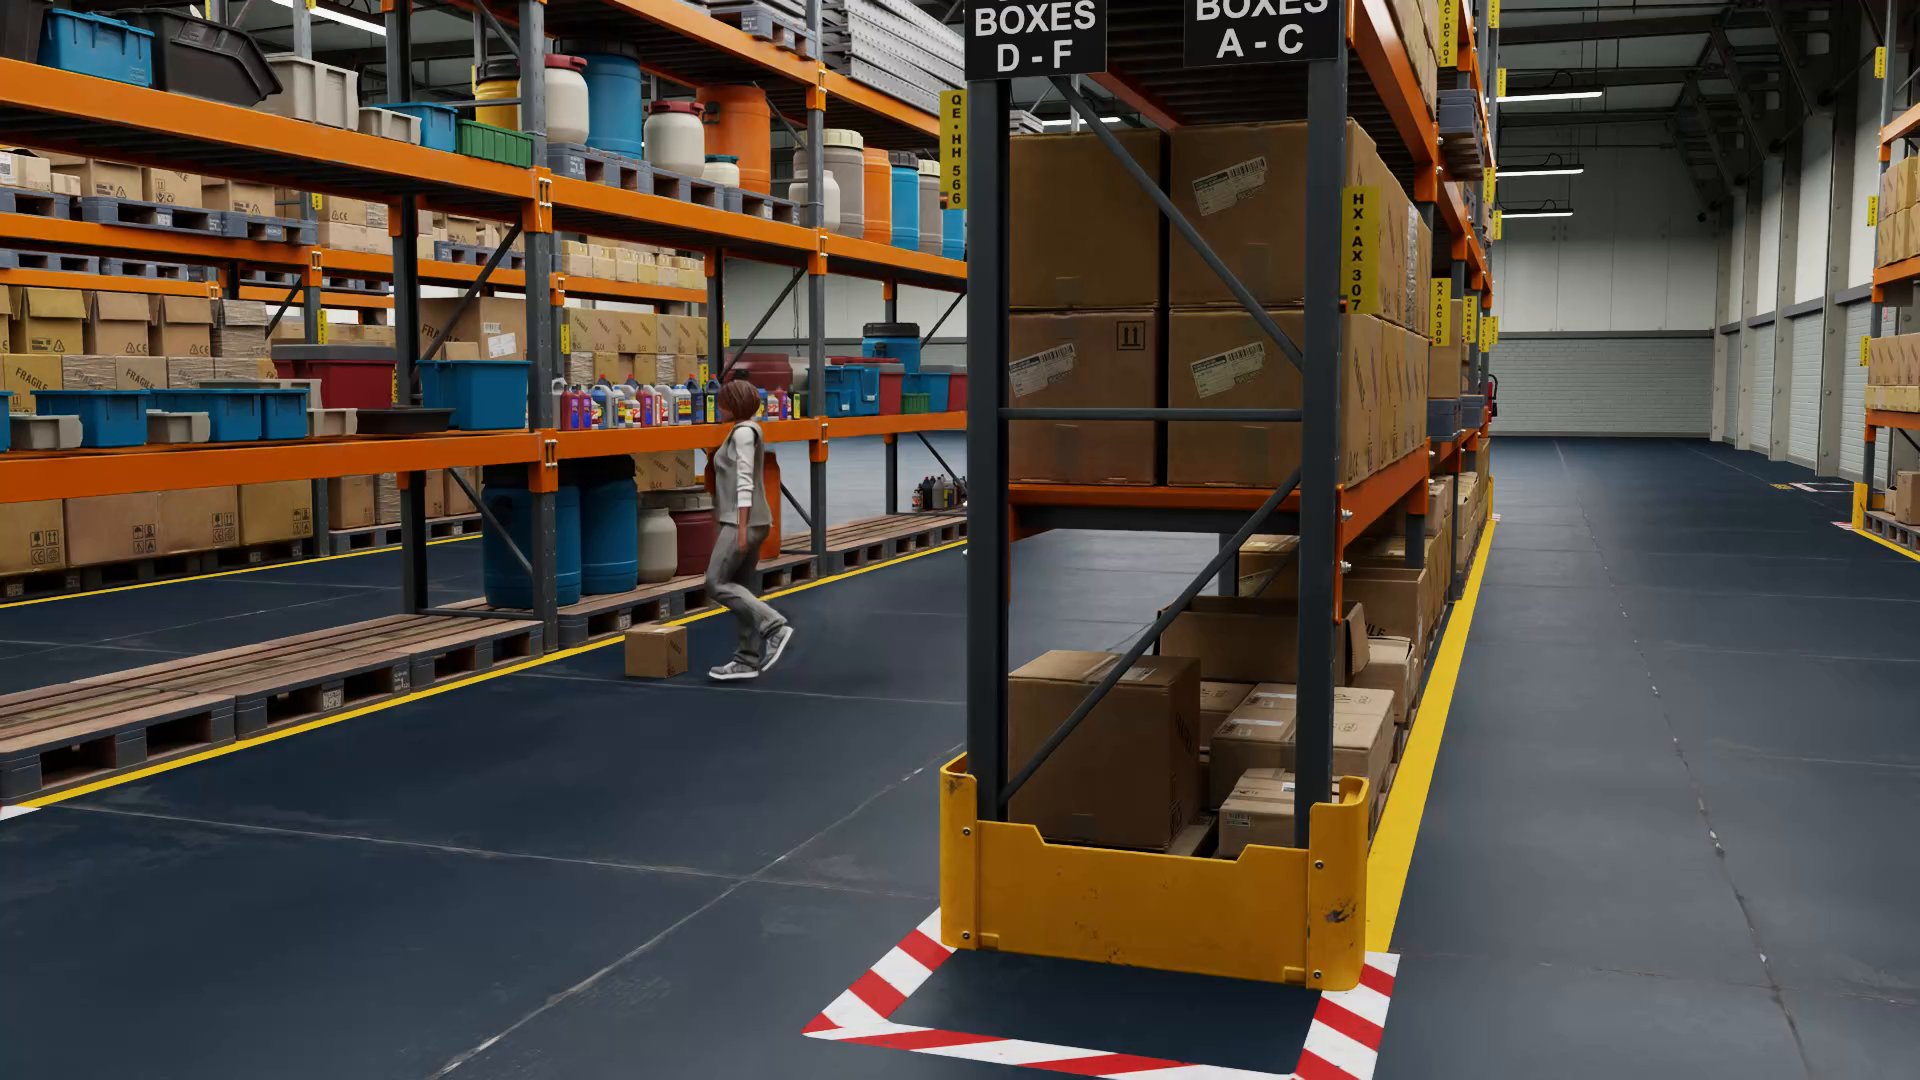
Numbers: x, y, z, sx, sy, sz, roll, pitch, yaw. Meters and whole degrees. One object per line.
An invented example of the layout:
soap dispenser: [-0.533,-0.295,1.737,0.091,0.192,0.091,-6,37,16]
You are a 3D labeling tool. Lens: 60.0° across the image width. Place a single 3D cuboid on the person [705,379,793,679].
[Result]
person: [-1.112,-0.055,8.863,0.464,1.596,0.464,0,5,0]
